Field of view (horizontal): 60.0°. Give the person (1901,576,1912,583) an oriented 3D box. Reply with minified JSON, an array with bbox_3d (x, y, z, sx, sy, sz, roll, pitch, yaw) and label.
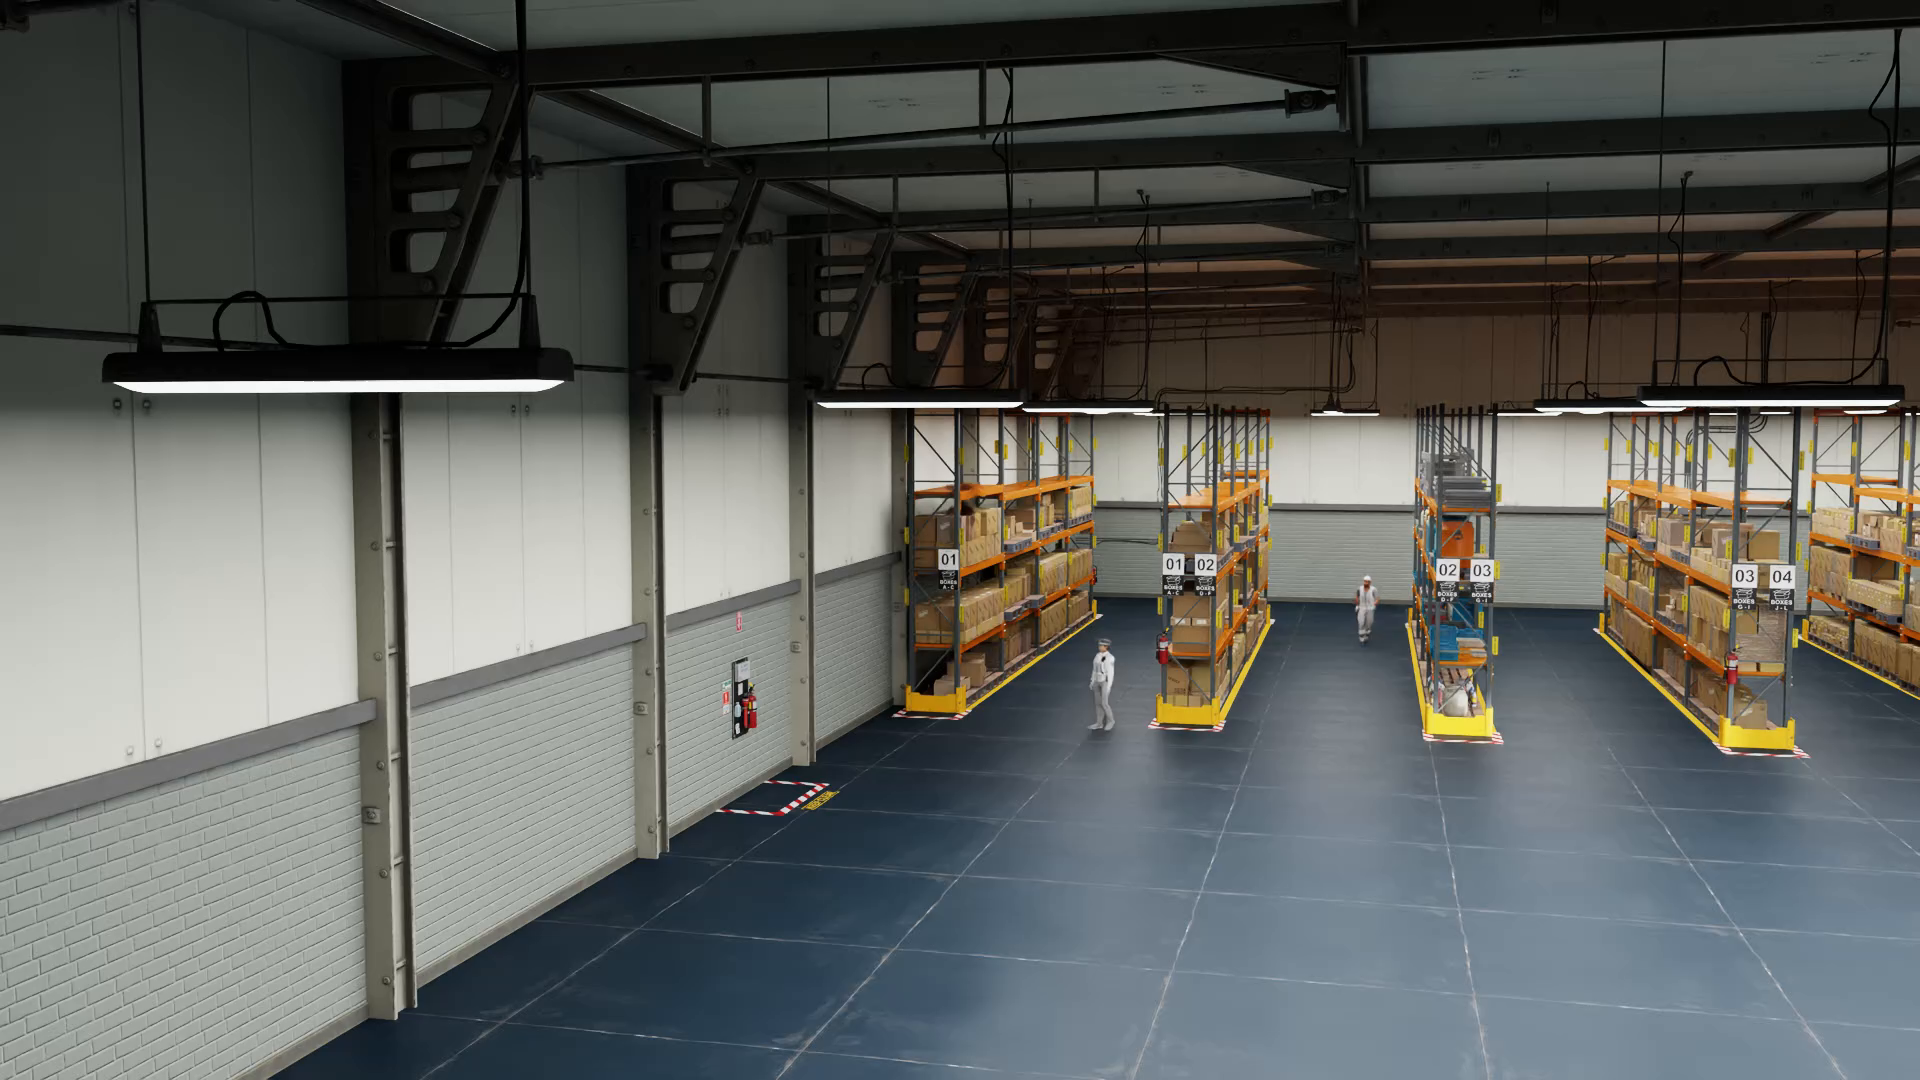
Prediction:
[{"bbox_3d":[23.809,1.791,41.863,0.395,1.775,0.594,3,5,35],"label":"person"}]

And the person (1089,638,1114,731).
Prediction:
[{"bbox_3d":[2.593,2.656,30.693,0.400,1.692,0.515,-3,5,-38],"label":"person"}]

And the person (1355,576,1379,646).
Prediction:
[{"bbox_3d":[10.342,1.810,42.260,0.579,1.812,0.877,1,4,15],"label":"person"}]
